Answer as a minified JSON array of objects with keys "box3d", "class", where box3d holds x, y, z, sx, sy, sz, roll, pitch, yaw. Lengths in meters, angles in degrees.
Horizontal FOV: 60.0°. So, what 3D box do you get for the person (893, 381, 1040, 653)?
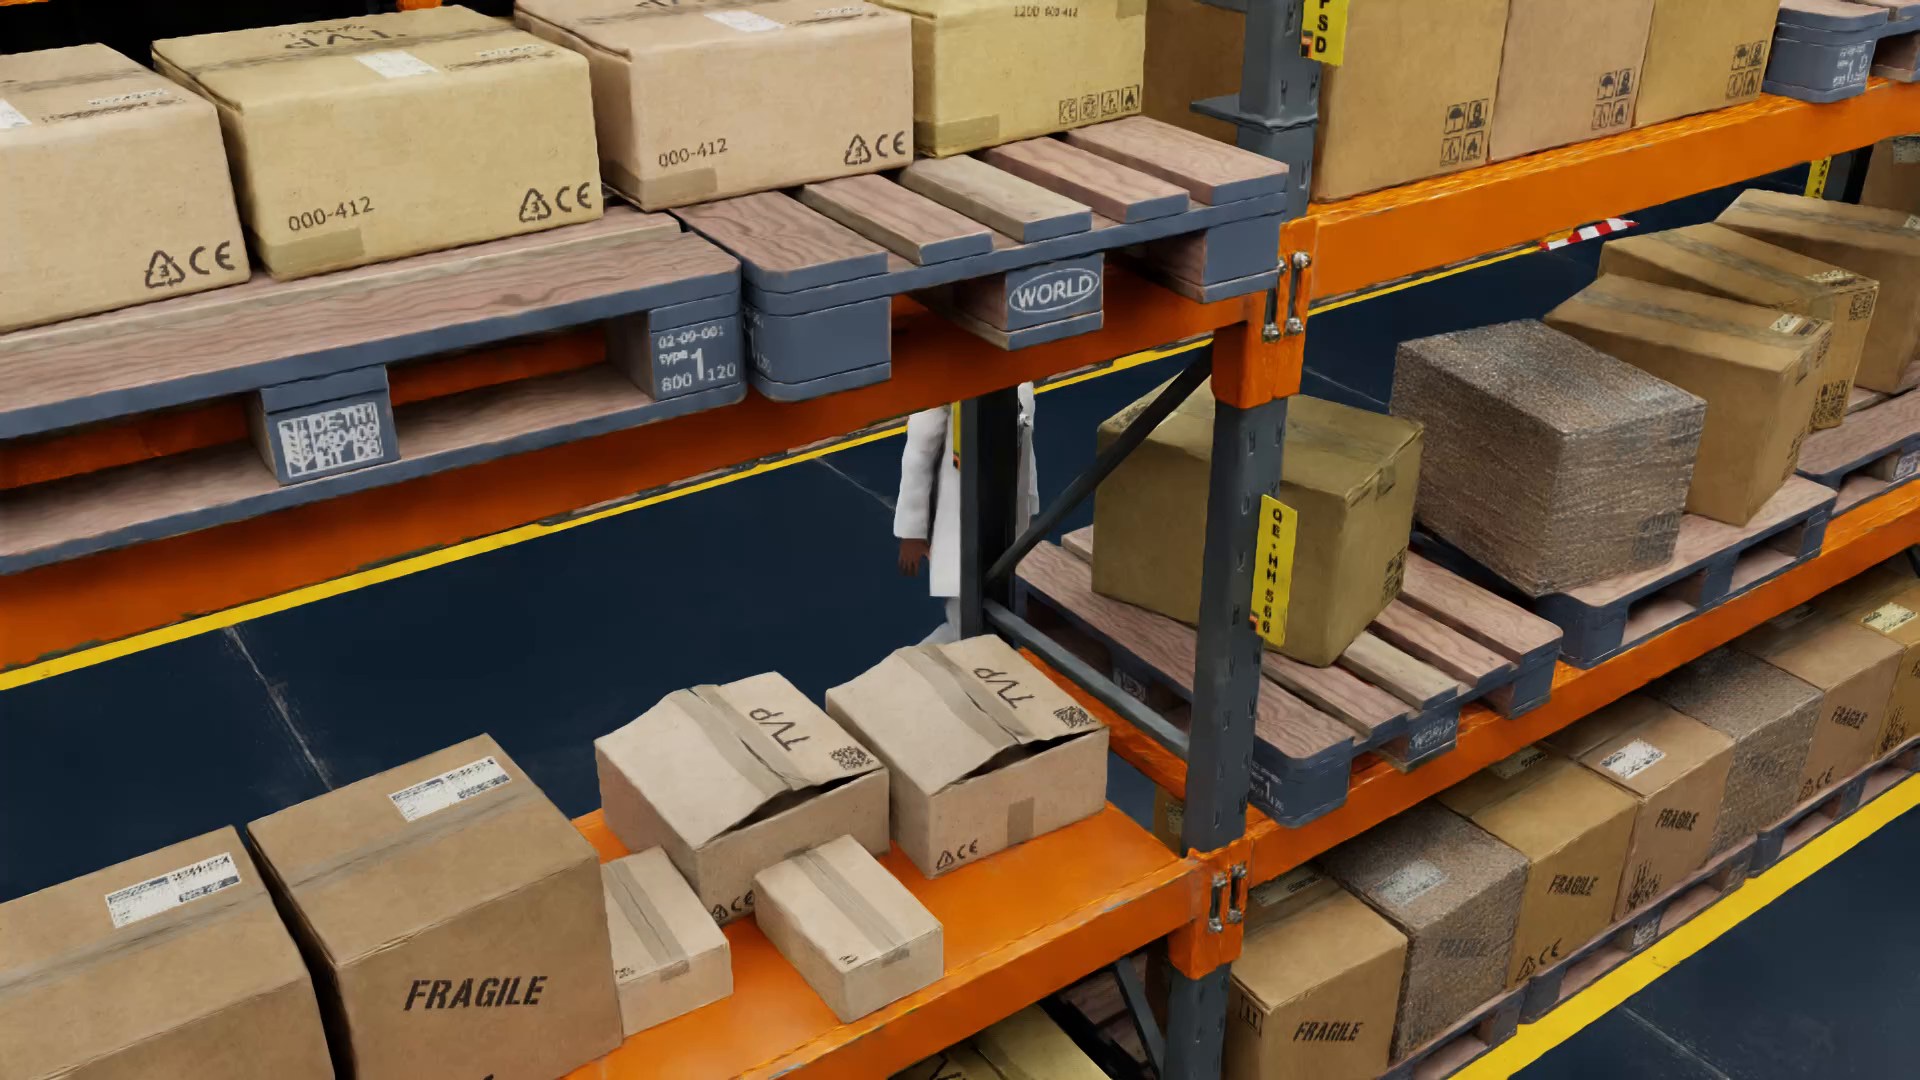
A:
[{"box3d":[0.052,-0.027,6.171,0.700,1.776,0.524,-25,37,-39],"class":"person"}]
